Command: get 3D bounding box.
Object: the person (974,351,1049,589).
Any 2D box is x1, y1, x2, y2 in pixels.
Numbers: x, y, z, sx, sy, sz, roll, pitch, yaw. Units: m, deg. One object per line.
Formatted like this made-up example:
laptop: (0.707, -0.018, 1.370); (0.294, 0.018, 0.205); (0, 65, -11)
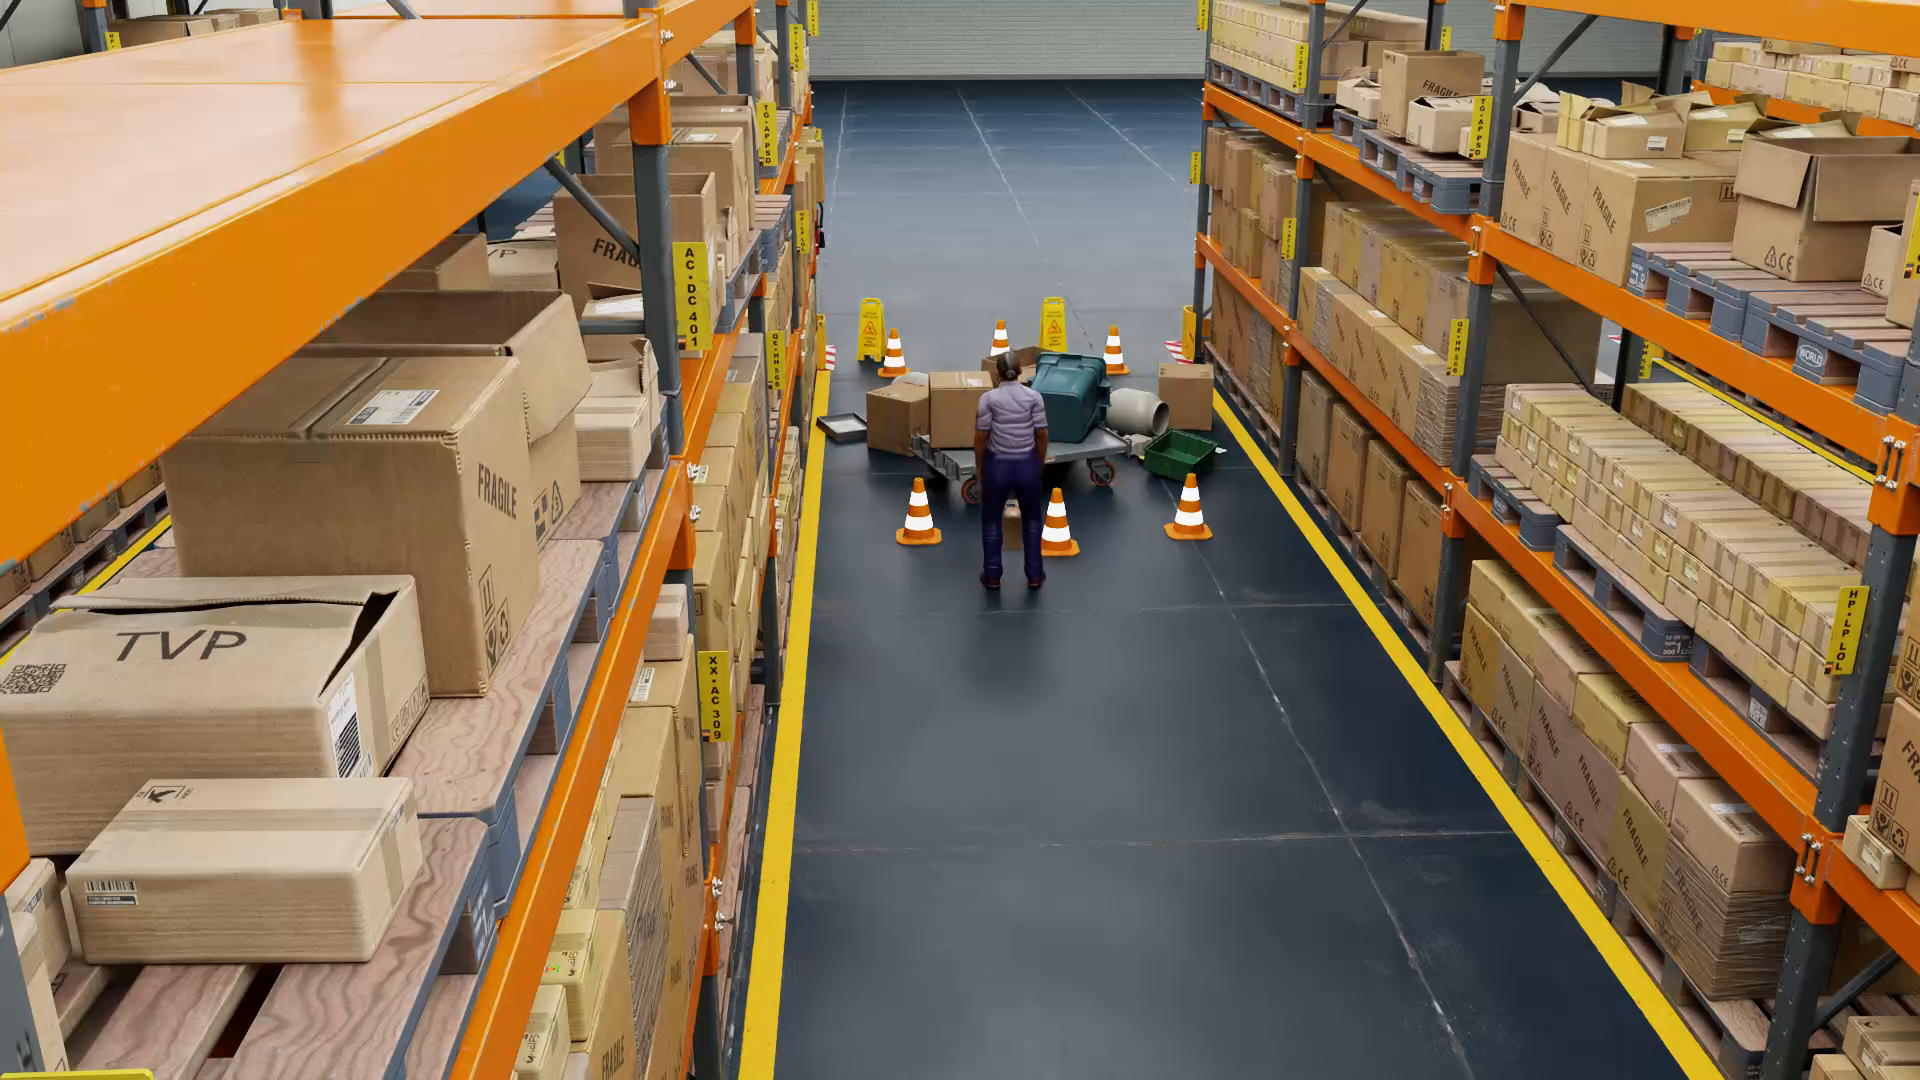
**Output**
person: (0.354, -0.468, 11.337); (0.532, 1.654, 0.368); (-2, 21, -5)
